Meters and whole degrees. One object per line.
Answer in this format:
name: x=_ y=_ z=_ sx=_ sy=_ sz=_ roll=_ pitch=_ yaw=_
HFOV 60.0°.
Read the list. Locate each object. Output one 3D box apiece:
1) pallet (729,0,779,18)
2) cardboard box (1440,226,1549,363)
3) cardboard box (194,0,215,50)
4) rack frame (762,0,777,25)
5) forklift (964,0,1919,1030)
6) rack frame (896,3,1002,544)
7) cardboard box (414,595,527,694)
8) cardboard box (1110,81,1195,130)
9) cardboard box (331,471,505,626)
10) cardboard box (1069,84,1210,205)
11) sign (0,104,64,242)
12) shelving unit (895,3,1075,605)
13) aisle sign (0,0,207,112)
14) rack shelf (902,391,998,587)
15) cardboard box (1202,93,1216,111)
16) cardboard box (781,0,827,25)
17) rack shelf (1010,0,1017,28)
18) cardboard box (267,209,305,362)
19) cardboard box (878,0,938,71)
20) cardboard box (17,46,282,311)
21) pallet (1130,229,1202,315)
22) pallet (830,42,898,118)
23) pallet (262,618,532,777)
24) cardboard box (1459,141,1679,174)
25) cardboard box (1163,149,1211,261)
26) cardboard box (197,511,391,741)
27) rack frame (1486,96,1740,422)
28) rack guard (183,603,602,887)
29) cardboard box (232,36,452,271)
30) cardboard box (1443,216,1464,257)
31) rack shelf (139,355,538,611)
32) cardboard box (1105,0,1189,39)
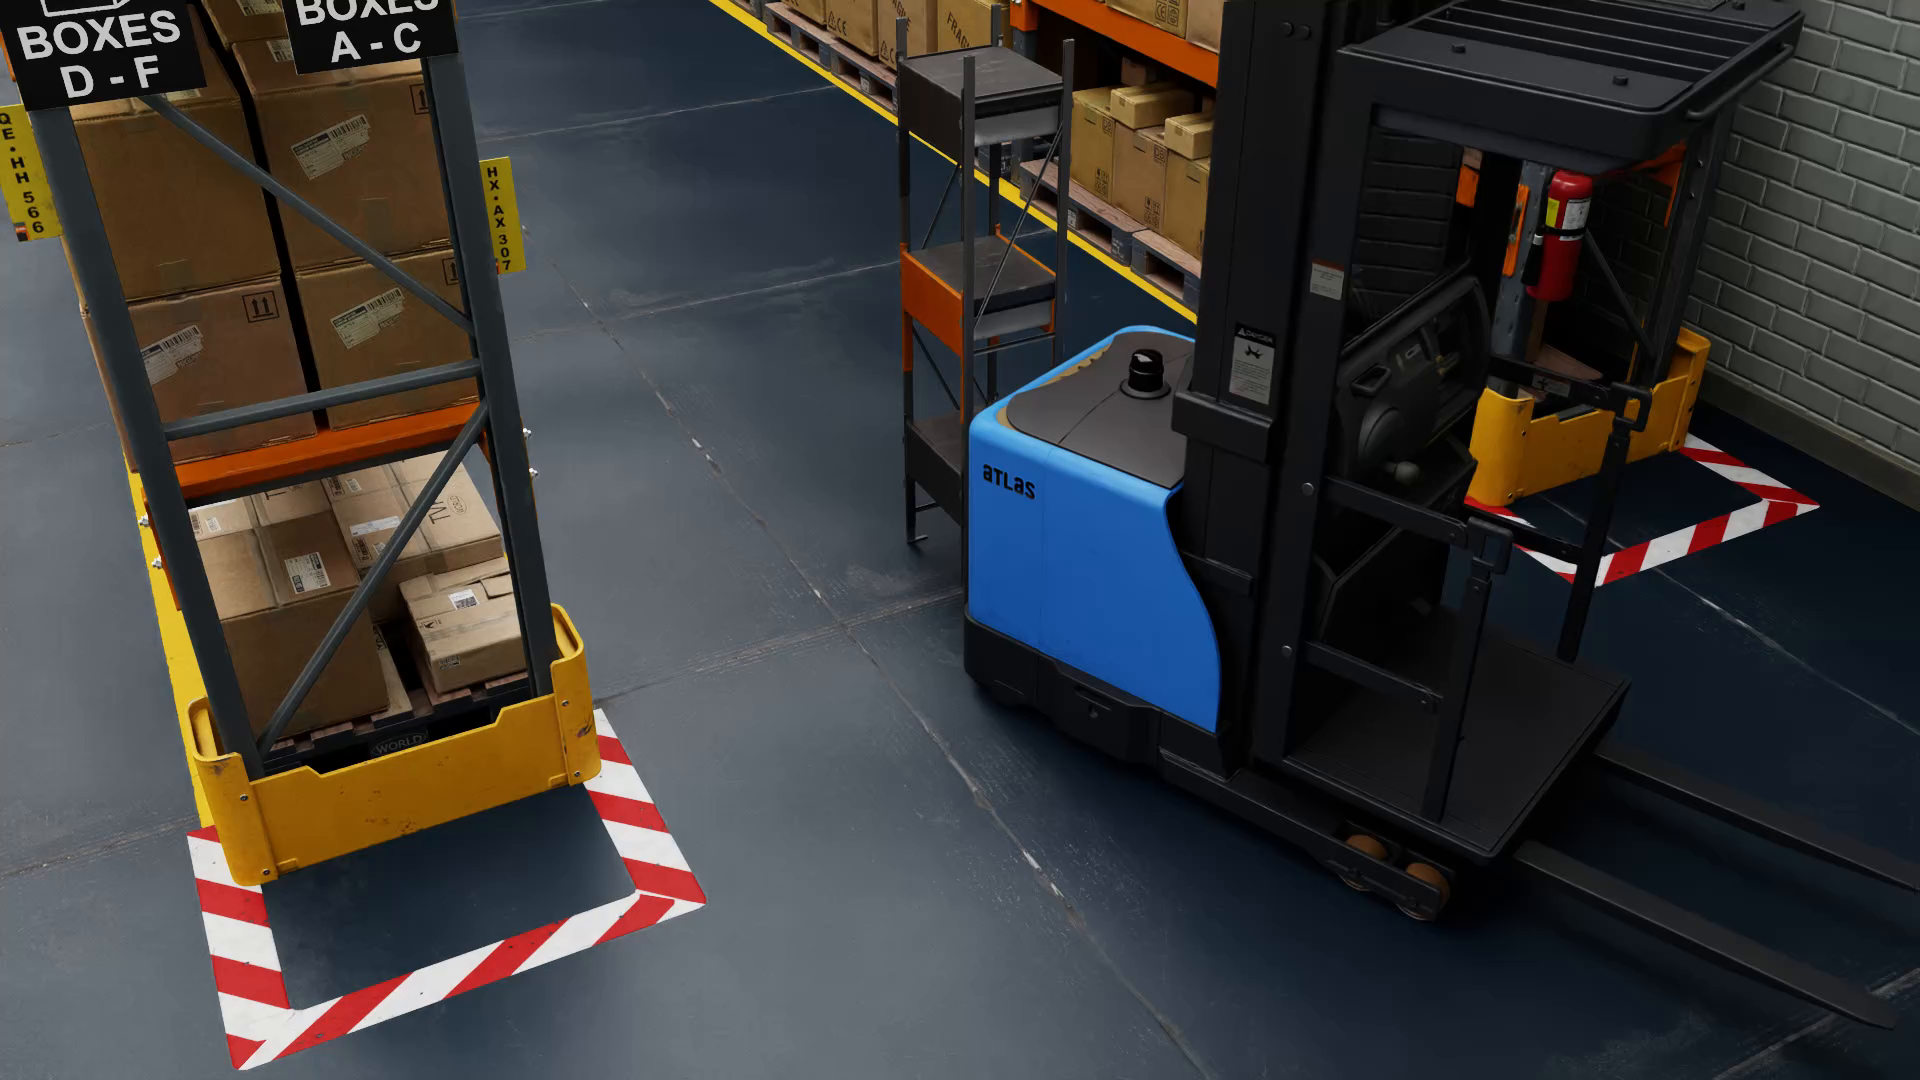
pallet: x=-1.450 y=-4.646 z=13.806 sx=1.003 sy=0.211 sz=1.213 roll=-16 pitch=36 yaw=-23
cardboard box: x=2.229 y=-1.062 z=7.555 sx=0.700 sy=0.500 sz=0.500 roll=-16 pitch=36 yaw=-23
cardboard box: x=-2.190 y=-1.610 z=5.463 sx=0.500 sy=0.500 sz=0.500 roll=-15 pitch=36 yaw=-22
rack frame: x=-1.087 y=-5.447 z=12.471 sx=1.000 sy=3.000 sz=0.127 roll=-16 pitch=36 yaw=-23
forklift: x=1.475 y=-0.423 z=4.694 sx=3.031 sy=2.935 sz=1.130 roll=24 pitch=40 yaw=32
rack frame: x=-0.037 y=-0.922 z=6.242 sx=0.400 sy=2.100 sz=0.015 roll=-16 pitch=36 yaw=-23
cardboard box: x=-1.628 y=0.348 z=5.662 sx=0.380 sy=0.149 sz=0.250 roll=-16 pitch=36 yaw=-23
cardboard box: x=1.035 y=-2.343 z=8.954 sx=0.380 sy=0.149 sz=0.250 roll=-15 pitch=35 yaw=-22
cardboard box: x=-1.973 y=0.022 z=6.077 sx=0.500 sy=0.250 sz=0.500 roll=-16 pitch=36 yaw=-23
cardboard box: x=1.036 y=-2.280 z=9.456 sx=0.700 sy=0.500 sz=0.500 roll=-15 pitch=36 yaw=-23
sign: x=-2.237 y=-0.872 z=3.964 sx=0.100 sy=0.325 sz=0.005 roll=-16 pitch=36 yaw=-23
shelving unit: x=0.077 y=-0.805 z=6.060 sx=0.431 sy=2.100 sz=0.503 roll=-16 pitch=36 yaw=-23
aisle sign: x=-1.976 y=-1.366 z=3.692 sx=0.394 sy=0.787 sz=0.004 roll=-16 pitch=36 yaw=-23
rack shelf: x=0.077 y=-0.204 z=6.445 sx=0.431 sy=0.518 sz=0.480 roll=-16 pitch=36 yaw=-23
cardboard box: x=1.515 y=-2.295 z=8.879 sx=0.380 sy=0.149 sz=0.250 roll=-17 pitch=36 yaw=-25
cardboard box: x=-0.860 y=-4.335 z=12.339 sx=0.750 sy=0.750 sz=0.750 roll=-16 pitch=36 yaw=-24
rack shelf: x=-0.154 y=-4.190 z=11.176 sx=1.077 sy=0.370 sz=4.000 roll=-16 pitch=36 yaw=-23
cardboard box: x=-1.956 y=-0.946 z=5.354 sx=0.500 sy=0.500 sz=0.500 roll=-16 pitch=36 yaw=-24
cardboard box: x=-0.057 y=-3.511 z=11.053 sx=0.750 sy=0.750 sz=0.750 roll=-15 pitch=35 yaw=-22
cardboard box: x=-2.188 y=-0.988 z=4.492 sx=0.500 sy=0.500 sz=0.500 roll=-16 pitch=36 yaw=-24
pallet: x=1.637 y=-1.398 z=8.737 sx=1.003 sy=0.211 sz=1.213 roll=-16 pitch=36 yaw=-23
pallet: x=-0.221 y=-3.296 z=11.699 sx=1.003 sy=0.211 sz=1.213 roll=-16 pitch=36 yaw=-23
pallet: x=-2.145 y=0.376 z=5.967 sx=1.003 sy=0.211 sz=1.213 roll=-16 pitch=36 yaw=-23
cardboard box: x=2.397 y=-1.996 z=6.807 sx=0.980 sy=0.700 sz=0.700 roll=-14 pitch=35 yaw=-21
cardboard box: x=1.505 y=-1.794 z=8.697 sx=0.700 sy=0.500 sz=0.500 roll=-15 pitch=36 yaw=-22
cardboard box: x=-2.209 y=0.288 z=5.429 sx=0.500 sy=0.500 sz=0.500 roll=-16 pitch=36 yaw=-23
rack frame: x=2.643 y=-1.629 z=6.512 sx=1.000 sy=3.000 sz=0.127 roll=-16 pitch=36 yaw=-23
rack guard: x=-1.773 y=0.635 z=5.296 sx=1.175 sy=0.500 sz=0.348 roll=-16 pitch=36 yaw=-23
cardboard box: x=-1.711 y=-1.123 z=4.702 sx=0.500 sy=0.500 sz=0.500 roll=-15 pitch=35 yaw=-22
cardboard box: x=2.008 y=-1.351 z=7.405 sx=0.380 sy=0.149 sz=0.250 roll=-16 pitch=36 yaw=-24
rack shelf: x=-2.670 y=-1.033 z=6.249 sx=1.077 sy=0.370 sz=4.000 roll=-16 pitch=36 yaw=-23
cardboard box: x=1.352 y=-3.052 z=8.455 sx=0.980 sy=0.700 sz=0.700 roll=-17 pitch=36 yaw=-24
